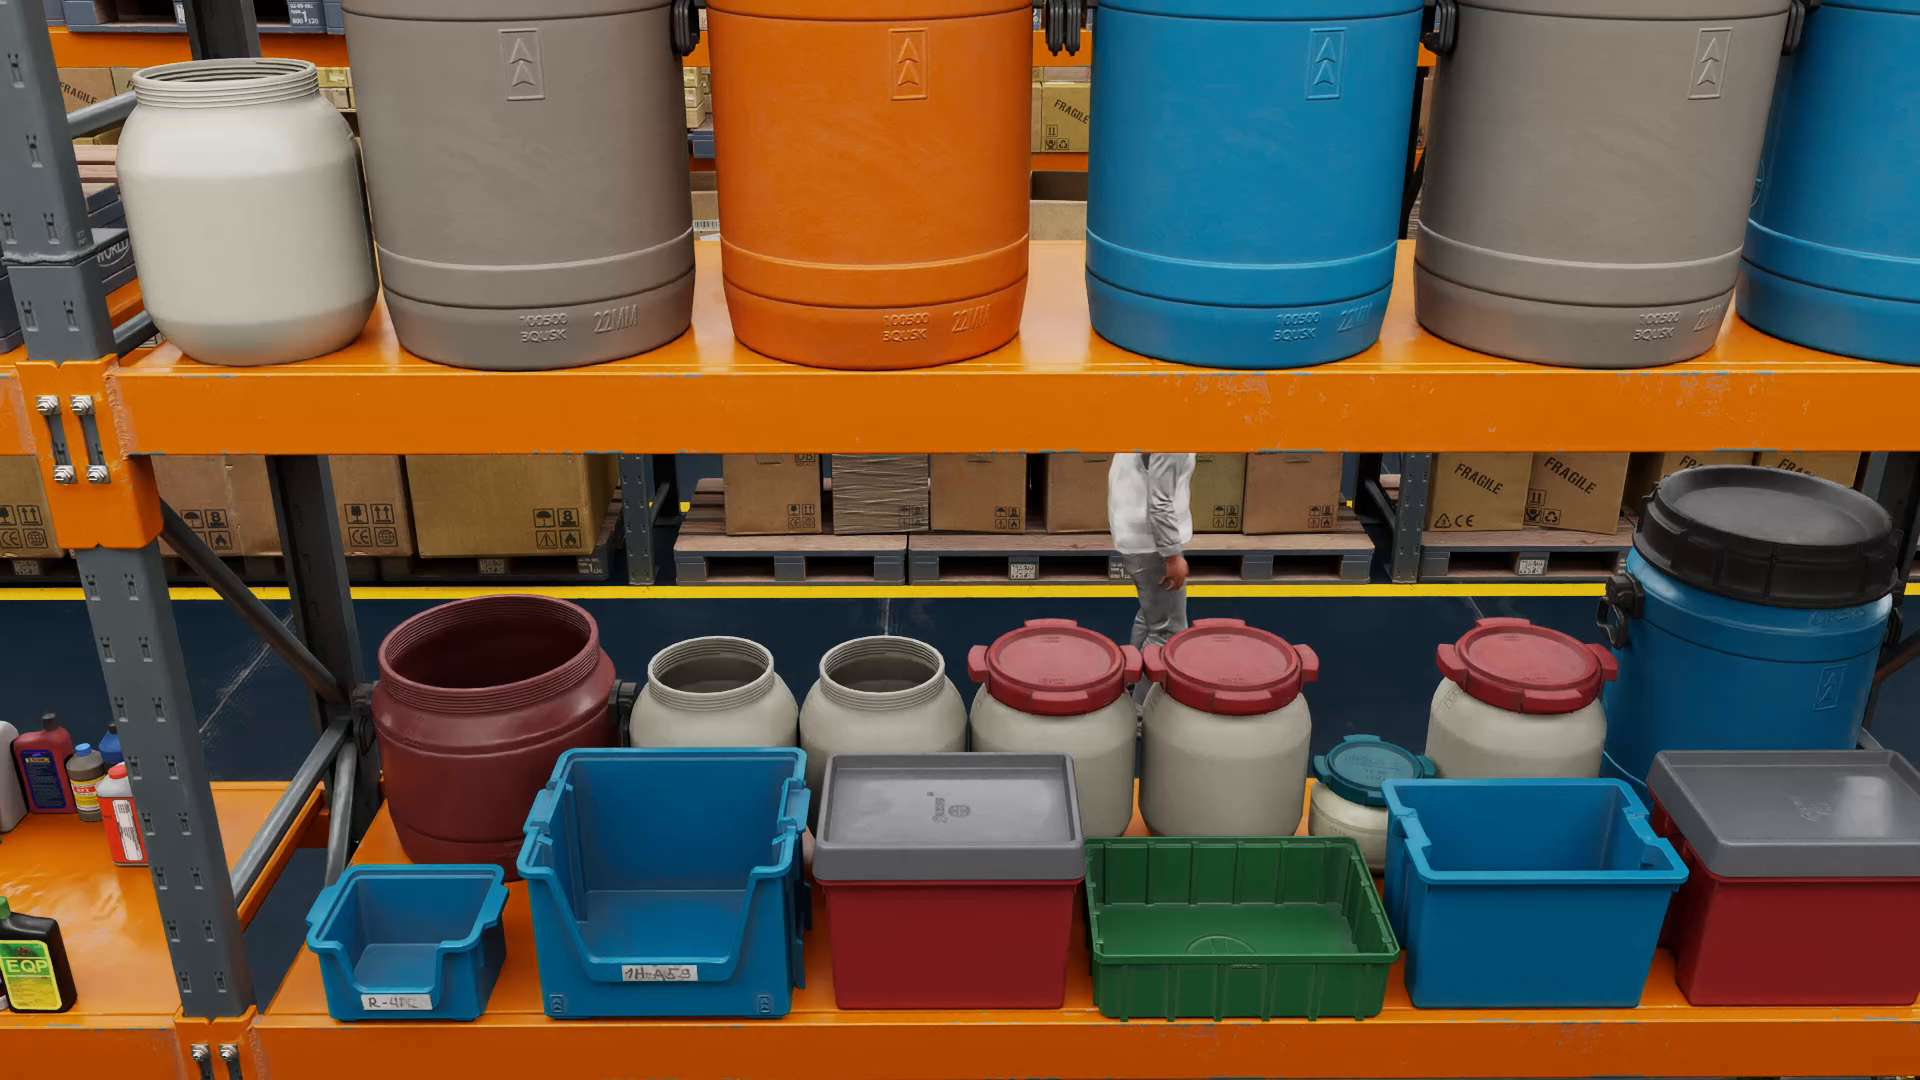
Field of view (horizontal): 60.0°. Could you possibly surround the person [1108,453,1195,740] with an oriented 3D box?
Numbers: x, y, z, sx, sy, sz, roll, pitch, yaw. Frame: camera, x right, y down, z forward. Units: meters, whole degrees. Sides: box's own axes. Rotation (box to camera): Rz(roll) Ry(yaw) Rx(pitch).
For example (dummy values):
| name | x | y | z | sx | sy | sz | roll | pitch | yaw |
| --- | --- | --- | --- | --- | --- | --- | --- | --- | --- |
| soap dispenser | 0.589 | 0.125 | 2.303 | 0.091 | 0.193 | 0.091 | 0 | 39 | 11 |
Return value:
| name | x | y | z | sx | sy | sz | roll | pitch | yaw |
| --- | --- | --- | --- | --- | --- | --- | --- | --- | --- |
| person | 0.859 | -0.019 | 7.112 | 0.461 | 1.771 | 0.580 | 0 | 24 | 0 |
